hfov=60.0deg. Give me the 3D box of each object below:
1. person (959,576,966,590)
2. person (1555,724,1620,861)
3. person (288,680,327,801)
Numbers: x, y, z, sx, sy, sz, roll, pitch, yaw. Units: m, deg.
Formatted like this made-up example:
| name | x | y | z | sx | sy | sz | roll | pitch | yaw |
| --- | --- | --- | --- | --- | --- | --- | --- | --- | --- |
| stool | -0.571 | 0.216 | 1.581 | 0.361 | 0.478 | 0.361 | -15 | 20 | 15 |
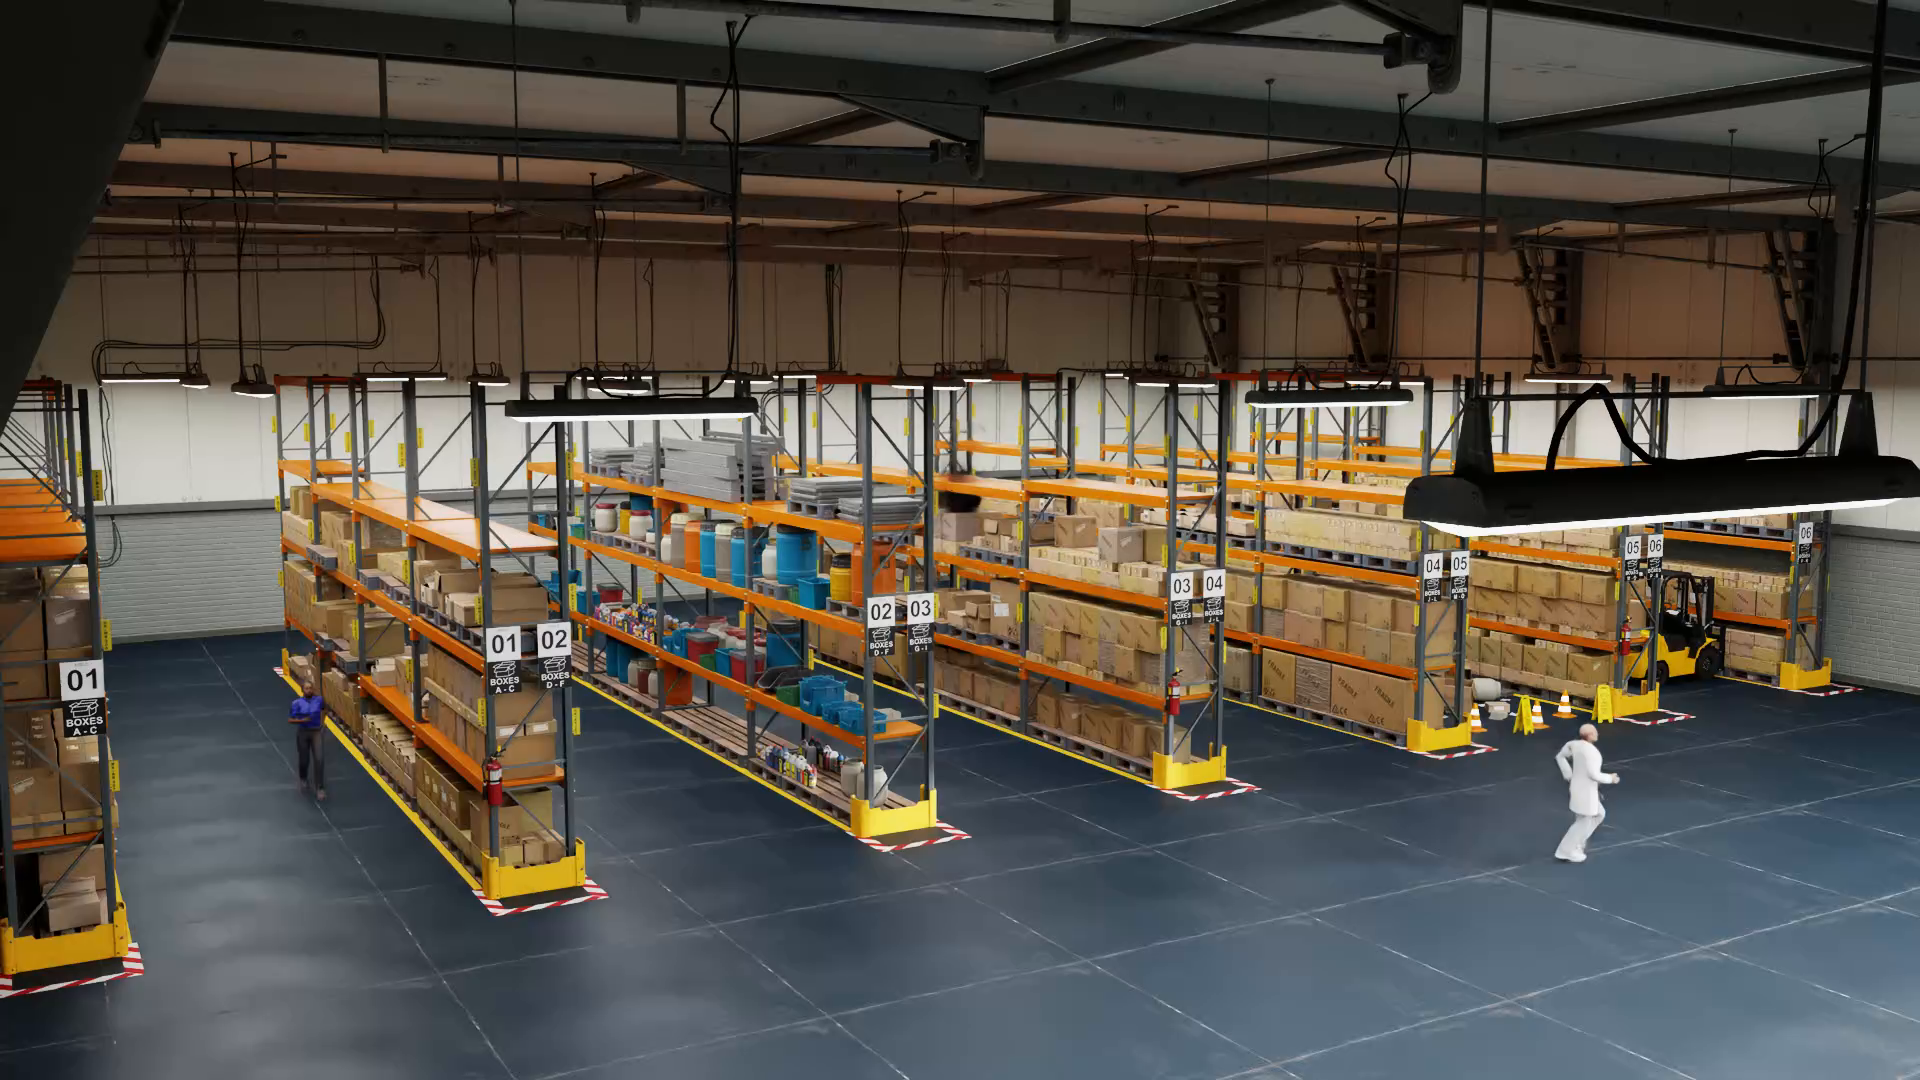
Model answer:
| name | x | y | z | sx | sy | sz | roll | pitch | yaw |
| --- | --- | --- | --- | --- | --- | --- | --- | --- | --- |
| person | 0.144 | 0.872 | 42.184 | 0.491 | 1.699 | 0.776 | 2 | 6 | 14 |
| person | 7.872 | 3.184 | 20.876 | 0.732 | 1.781 | 0.703 | 0 | 6 | 3 |
| person | -9.394 | 2.859 | 24.025 | 0.570 | 1.679 | 0.850 | -4 | 7 | -31 |
